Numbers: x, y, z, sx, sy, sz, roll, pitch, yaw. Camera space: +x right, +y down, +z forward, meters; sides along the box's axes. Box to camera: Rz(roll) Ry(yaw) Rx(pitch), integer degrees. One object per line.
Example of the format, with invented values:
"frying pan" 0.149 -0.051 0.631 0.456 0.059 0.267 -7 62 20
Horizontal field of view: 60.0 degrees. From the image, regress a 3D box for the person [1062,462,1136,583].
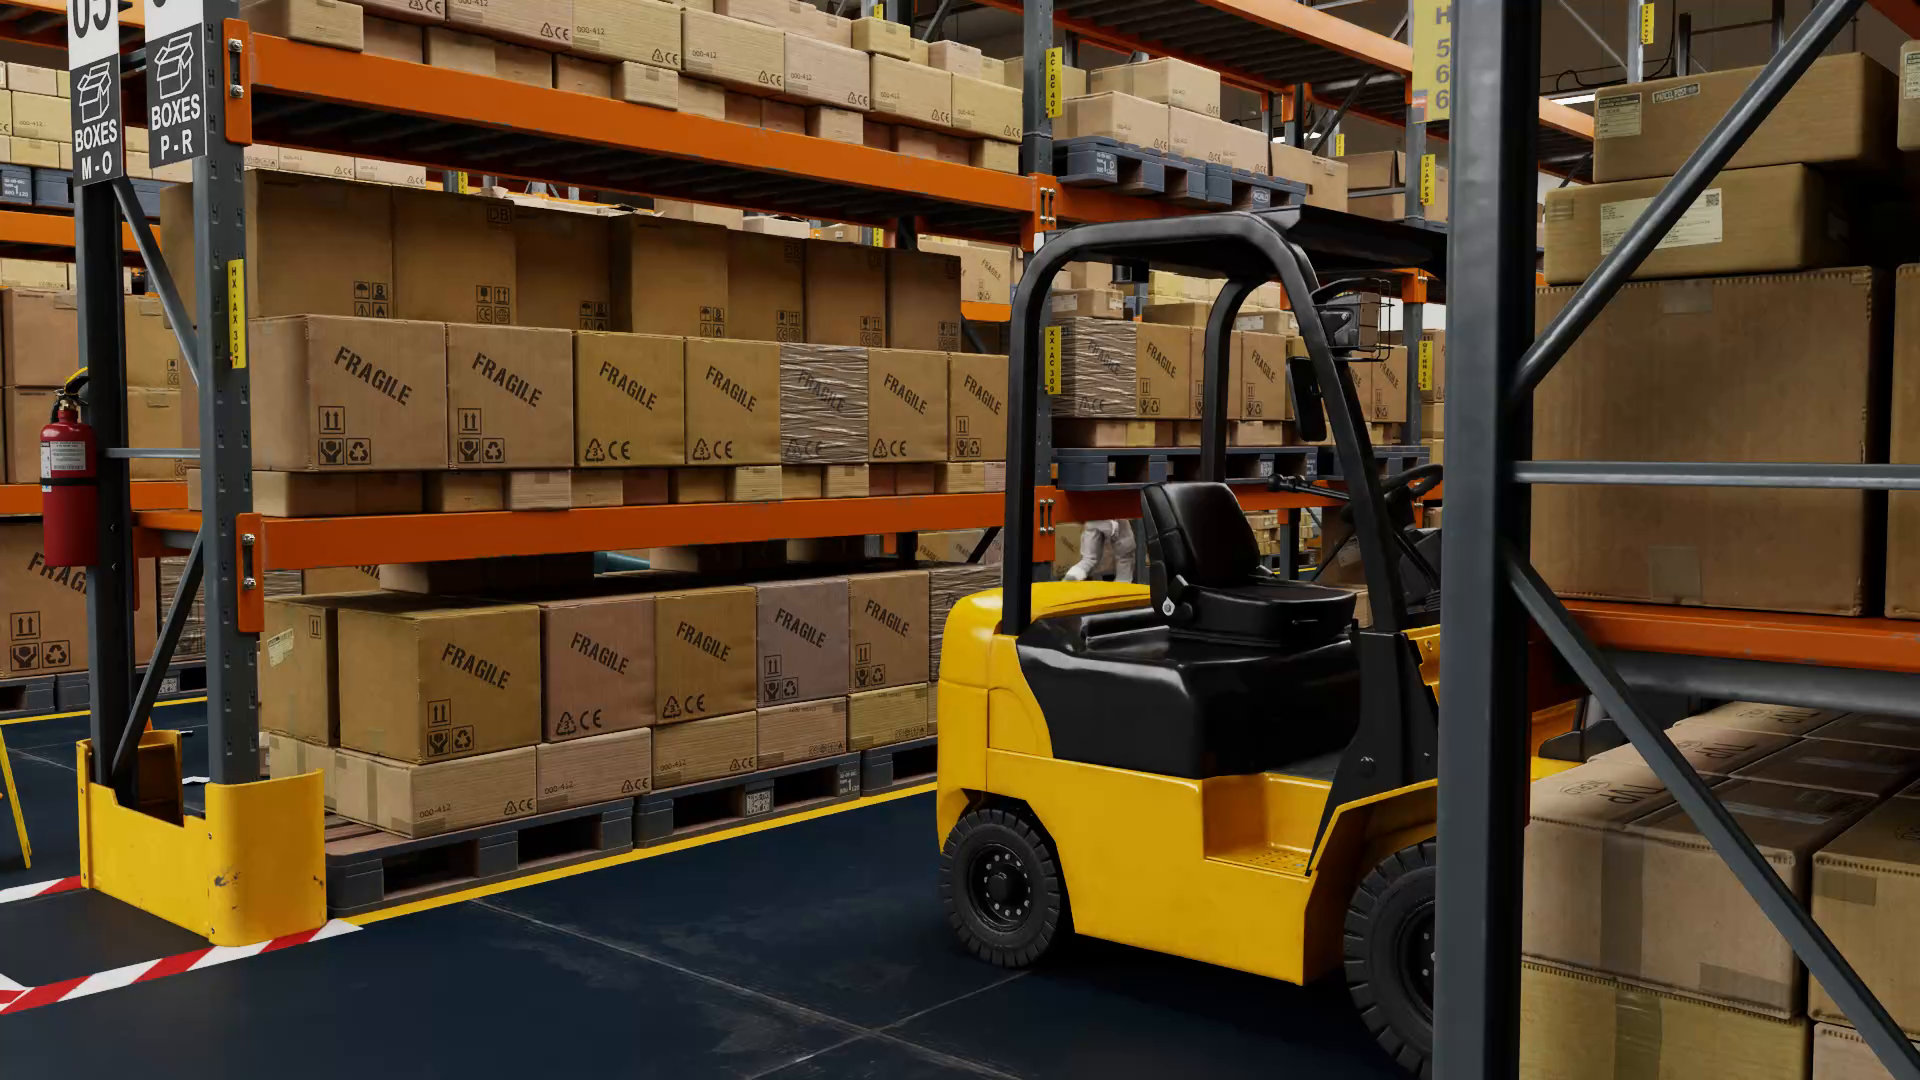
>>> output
"person" 1.188 -0.192 13.996 0.965 1.756 0.572 -3 4 -38
